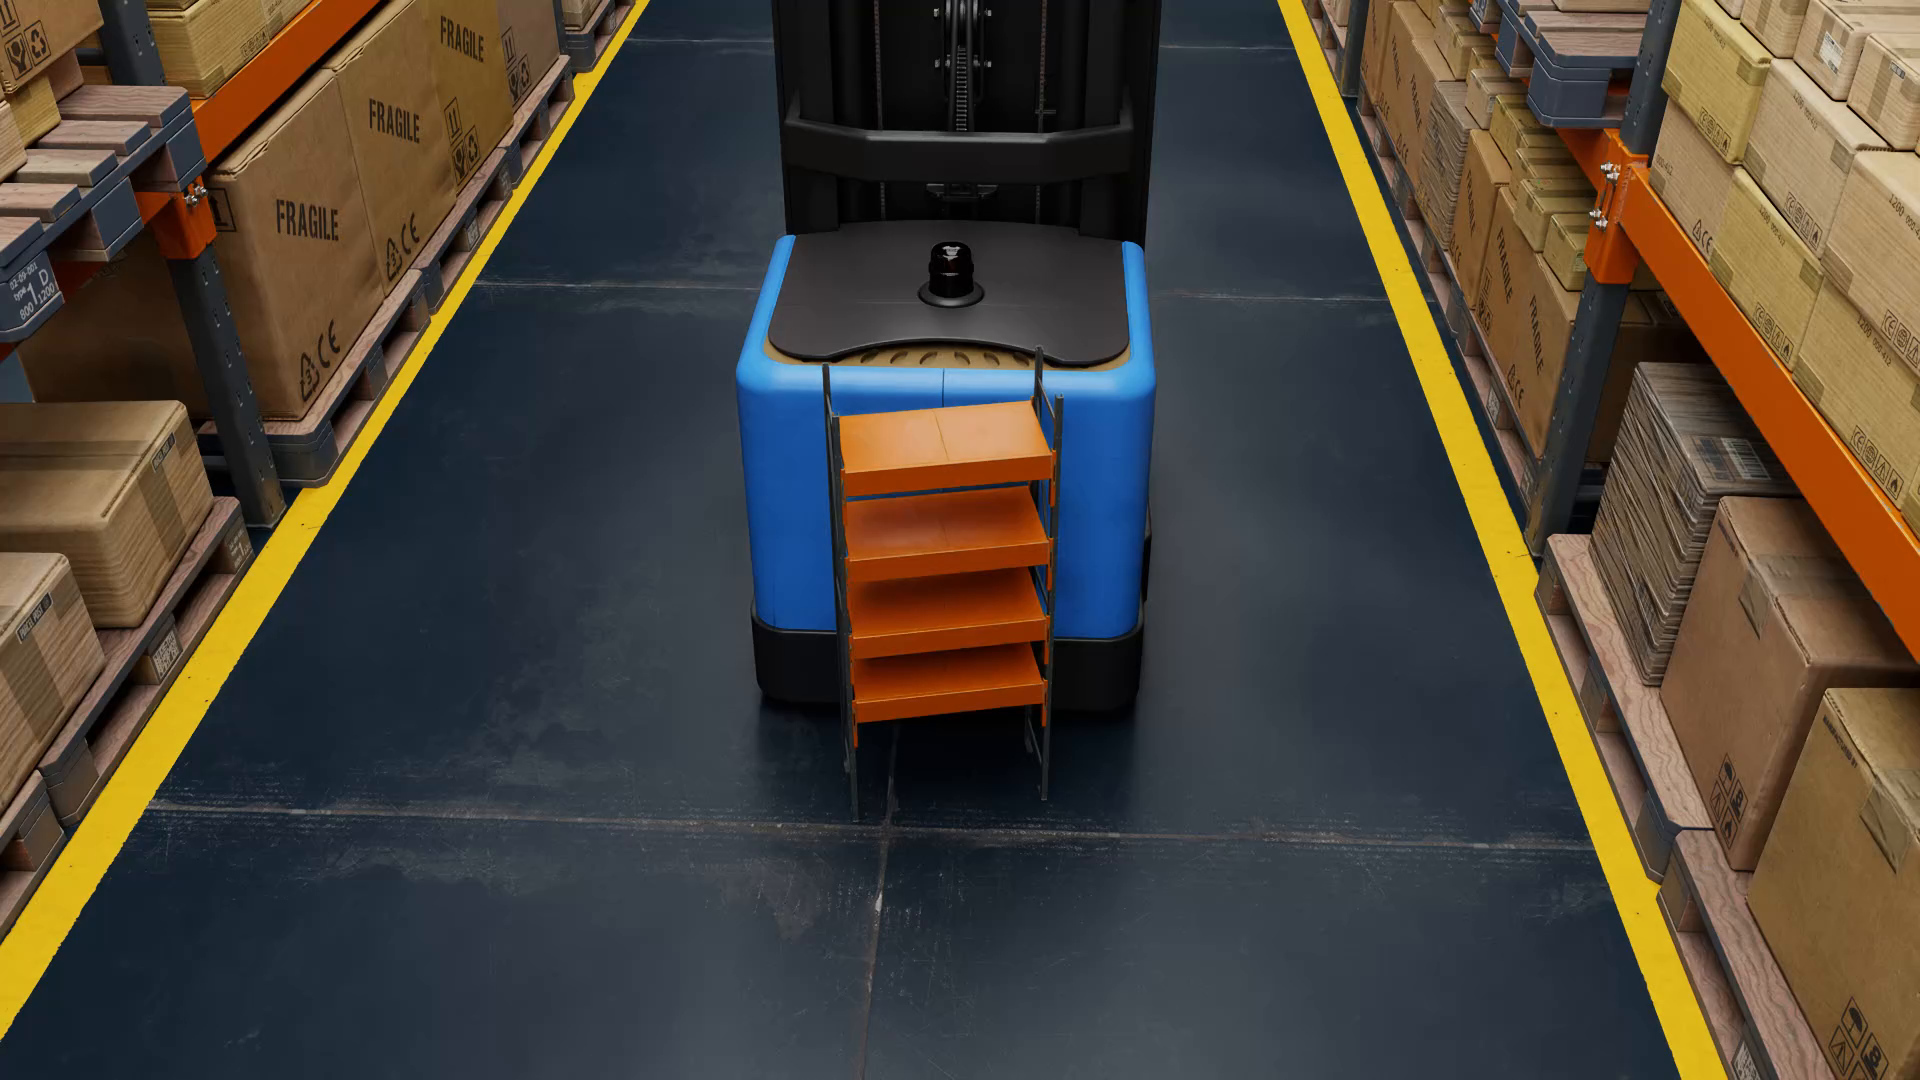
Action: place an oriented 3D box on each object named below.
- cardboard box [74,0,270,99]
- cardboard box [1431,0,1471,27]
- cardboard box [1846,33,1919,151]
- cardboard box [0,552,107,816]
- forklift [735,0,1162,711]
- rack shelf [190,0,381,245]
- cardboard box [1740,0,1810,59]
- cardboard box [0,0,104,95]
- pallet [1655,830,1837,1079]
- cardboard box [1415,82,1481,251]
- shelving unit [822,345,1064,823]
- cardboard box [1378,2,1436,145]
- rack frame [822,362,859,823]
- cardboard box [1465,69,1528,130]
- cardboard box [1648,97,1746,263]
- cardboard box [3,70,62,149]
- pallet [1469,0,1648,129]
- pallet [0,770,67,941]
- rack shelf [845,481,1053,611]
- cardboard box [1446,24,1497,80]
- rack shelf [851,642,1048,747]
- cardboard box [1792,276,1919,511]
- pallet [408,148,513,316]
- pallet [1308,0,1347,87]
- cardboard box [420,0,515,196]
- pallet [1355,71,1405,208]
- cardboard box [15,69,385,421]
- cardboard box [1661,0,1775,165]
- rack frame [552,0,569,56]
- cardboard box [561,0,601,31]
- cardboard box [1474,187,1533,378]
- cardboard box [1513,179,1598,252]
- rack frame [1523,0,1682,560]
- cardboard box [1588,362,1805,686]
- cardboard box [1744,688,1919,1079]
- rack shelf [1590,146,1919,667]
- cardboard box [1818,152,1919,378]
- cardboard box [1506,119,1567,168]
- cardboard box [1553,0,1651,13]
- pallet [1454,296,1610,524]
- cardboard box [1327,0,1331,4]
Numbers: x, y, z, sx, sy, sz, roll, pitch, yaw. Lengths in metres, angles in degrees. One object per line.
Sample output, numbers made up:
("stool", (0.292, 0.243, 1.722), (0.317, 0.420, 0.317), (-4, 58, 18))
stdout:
("cardboard box", (-2.410, -1.517, 4.930), (0.500, 0.250, 0.500), (1, 35, 1))
("cardboard box", (2.229, -2.236, 7.068), (0.380, 0.149, 0.250), (1, 35, 1))
("cardboard box", (1.979, -0.868, 3.225), (0.380, 0.149, 0.250), (2, 35, 2))
("cardboard box", (-2.736, 0.349, 4.064), (0.950, 0.372, 0.625), (1, 35, 1))
("forklift", (0.029, -1.561, 4.922), (1.130, 2.935, 3.031), (2, 35, 2))
("rack shelf", (-2.601, -2.157, 6.337), (1.077, 0.370, 4.000), (1, 35, 2))
("cardboard box", (1.962, -1.167, 3.650), (0.380, 0.149, 0.250), (2, 35, 3))
("cardboard box", (-2.422, -1.369, 3.879), (0.500, 0.500, 0.500), (0, 35, 1))
("pallet", (2.155, 1.122, 3.470), (1.003, 0.211, 1.213), (1, 35, 2))
("cardboard box", (2.132, -1.474, 6.547), (0.500, 0.500, 0.500), (0, 35, 0))
("shelving unit", (-0.043, 0.138, 4.010), (0.503, 1.200, 0.258), (-5, 35, -8))
("cardboard box", (2.183, -2.058, 7.379), (0.500, 0.500, 0.500), (1, 35, 1))
("rack frame", (-0.283, 0.161, 3.978), (0.015, 1.200, 0.240), (-5, 35, -8))
("cardboard box", (2.126, -1.655, 6.241), (0.380, 0.149, 0.250), (0, 35, 0))
("cardboard box", (2.016, -0.879, 4.023), (0.500, 0.250, 0.500), (1, 35, 2))
("cardboard box", (-2.398, -1.022, 3.949), (0.380, 0.149, 0.250), (2, 35, 3))
("pallet", (2.236, -1.503, 4.946), (1.213, 0.211, 1.003), (1, 35, 2))
("pallet", (-2.766, 0.986, 3.663), (1.003, 0.211, 1.213), (1, 35, 2))
("rack shelf", (-0.043, 0.010, 3.920), (0.480, 0.148, 0.258), (-5, 35, -8))
("cardboard box", (2.169, -1.951, 6.662), (0.380, 0.149, 0.250), (3, 35, 4))
("rack shelf", (-0.043, 0.355, 4.163), (0.480, 0.148, 0.258), (-5, 35, -8))
("cardboard box", (1.978, -0.294, 3.191), (0.500, 0.250, 0.500), (0, 35, 0))
("pallet", (-2.523, -1.312, 6.933), (1.003, 0.211, 1.213), (1, 35, 2))
("pallet", (2.468, -2.742, 8.968), (1.003, 0.211, 1.213), (1, 35, 2))
("cardboard box", (-2.494, -2.026, 7.007), (0.875, 0.875, 0.875), (2, 35, 3))
("pallet", (2.444, -1.879, 7.740), (1.003, 0.211, 1.213), (1, 35, 2))
("cardboard box", (-2.571, -1.000, 5.547), (0.875, 0.875, 0.875), (1, 35, 1))
("cardboard box", (1.992, -1.085, 3.880), (0.500, 0.250, 0.500), (1, 35, 2))
("rack frame", (-2.521, -3.601, 7.765), (1.000, 3.000, 0.127), (1, 35, 2))
("cardboard box", (-2.388, -3.082, 8.890), (0.875, 0.438, 0.875), (1, 35, 1))
("cardboard box", (2.111, -0.874, 5.694), (0.500, 0.500, 0.500), (1, 35, 1))
("cardboard box", (2.025, -1.052, 5.382), (0.380, 0.149, 0.250), (0, 35, -1))
("rack frame", (2.278, -1.190, 4.335), (1.000, 3.000, 0.127), (1, 35, 2))
("cardboard box", (2.240, -0.032, 4.387), (0.875, 0.625, 0.625), (2, 35, 3))
("cardboard box", (2.194, 0.730, 3.302), (0.875, 0.625, 0.625), (0, 35, 0))
("rack shelf", (2.198, 0.253, 2.906), (1.077, 0.370, 4.000), (1, 35, 2))
("cardboard box", (1.956, -0.496, 3.043), (0.500, 0.250, 0.500), (0, 35, 1))
("cardboard box", (2.136, -1.353, 5.810), (0.380, 0.149, 0.250), (2, 35, 3))
("cardboard box", (1.921, -1.645, 4.836), (0.380, 0.149, 0.250), (2, 35, 3))
("pallet", (2.346, -0.477, 5.746), (1.003, 0.211, 1.213), (1, 35, 2))
("cardboard box", (2.182, -3.073, 9.027), (0.396, 0.266, 0.258), (3, 35, 4))
